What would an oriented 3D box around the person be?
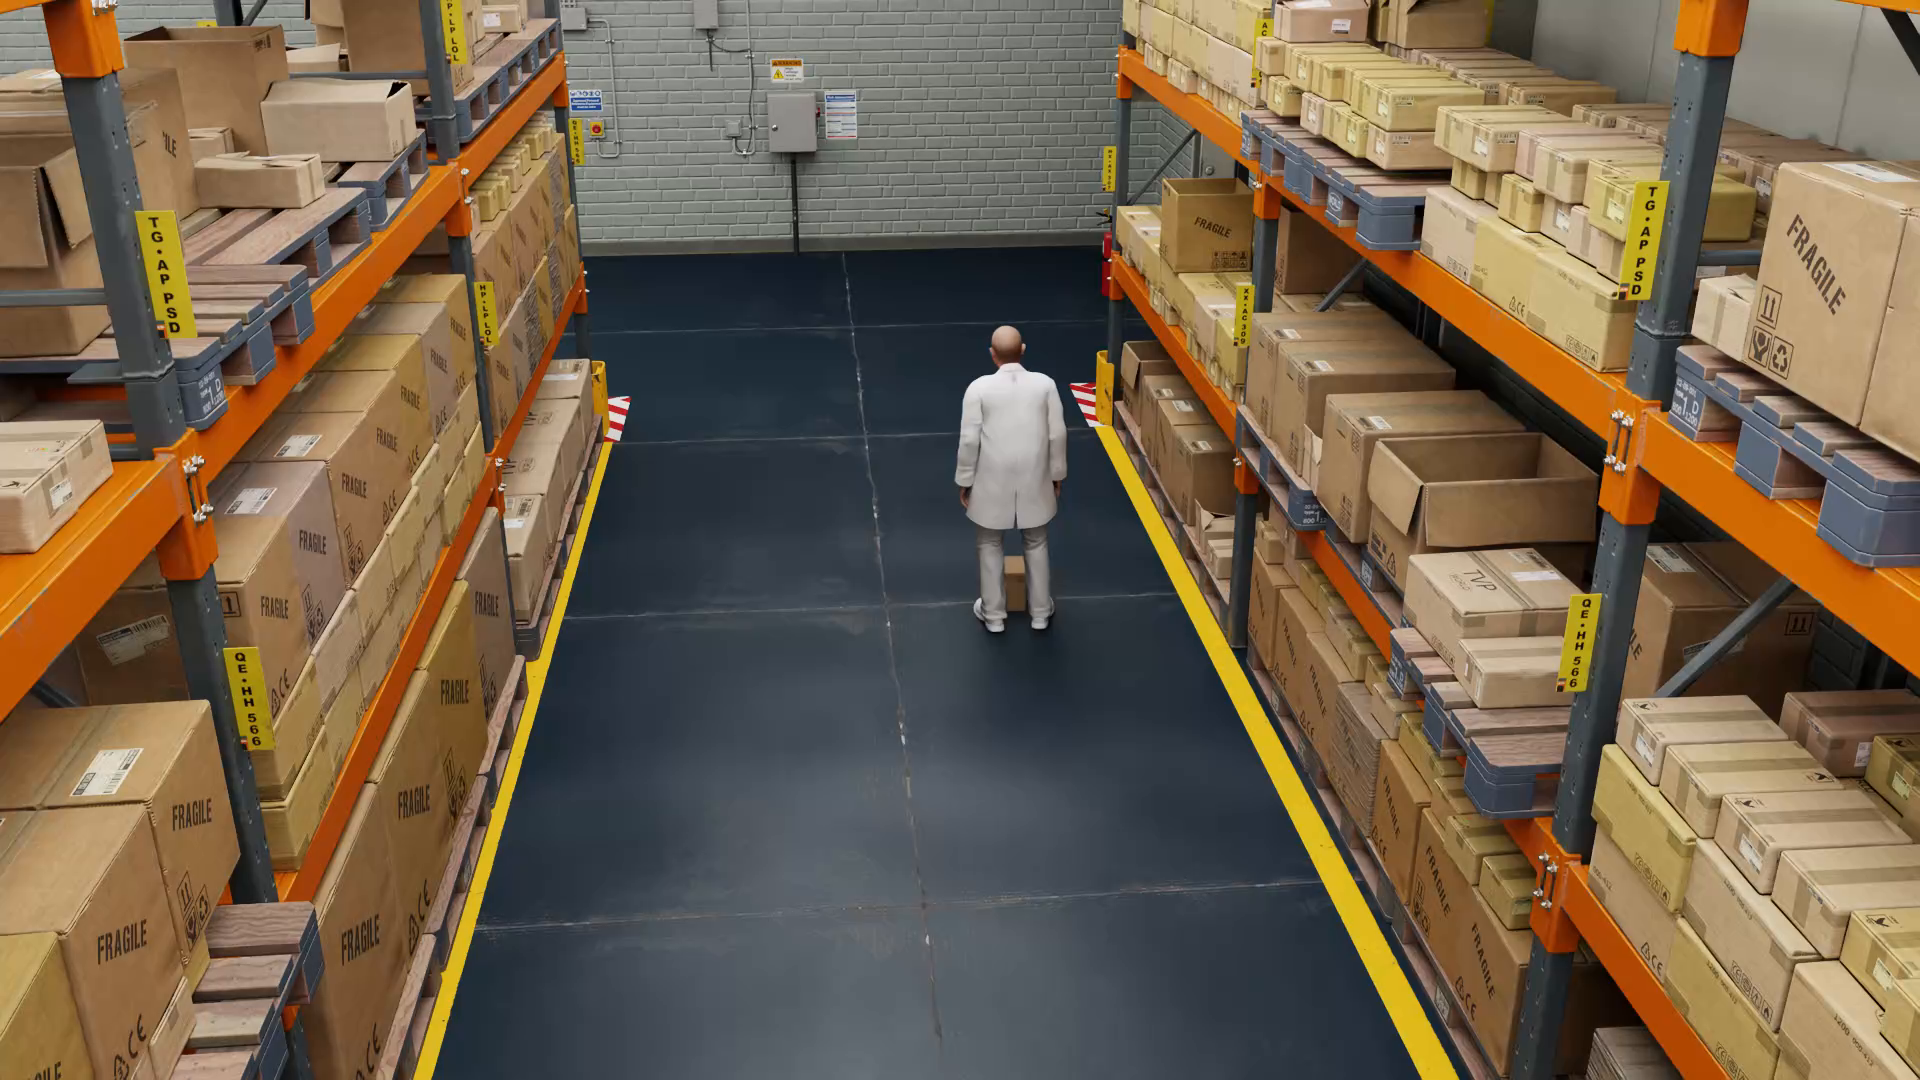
[{"bbox_3d":[0.287,-0.337,9.399,0.643,1.772,0.429,-3,24,-8],"label":"person"}]
